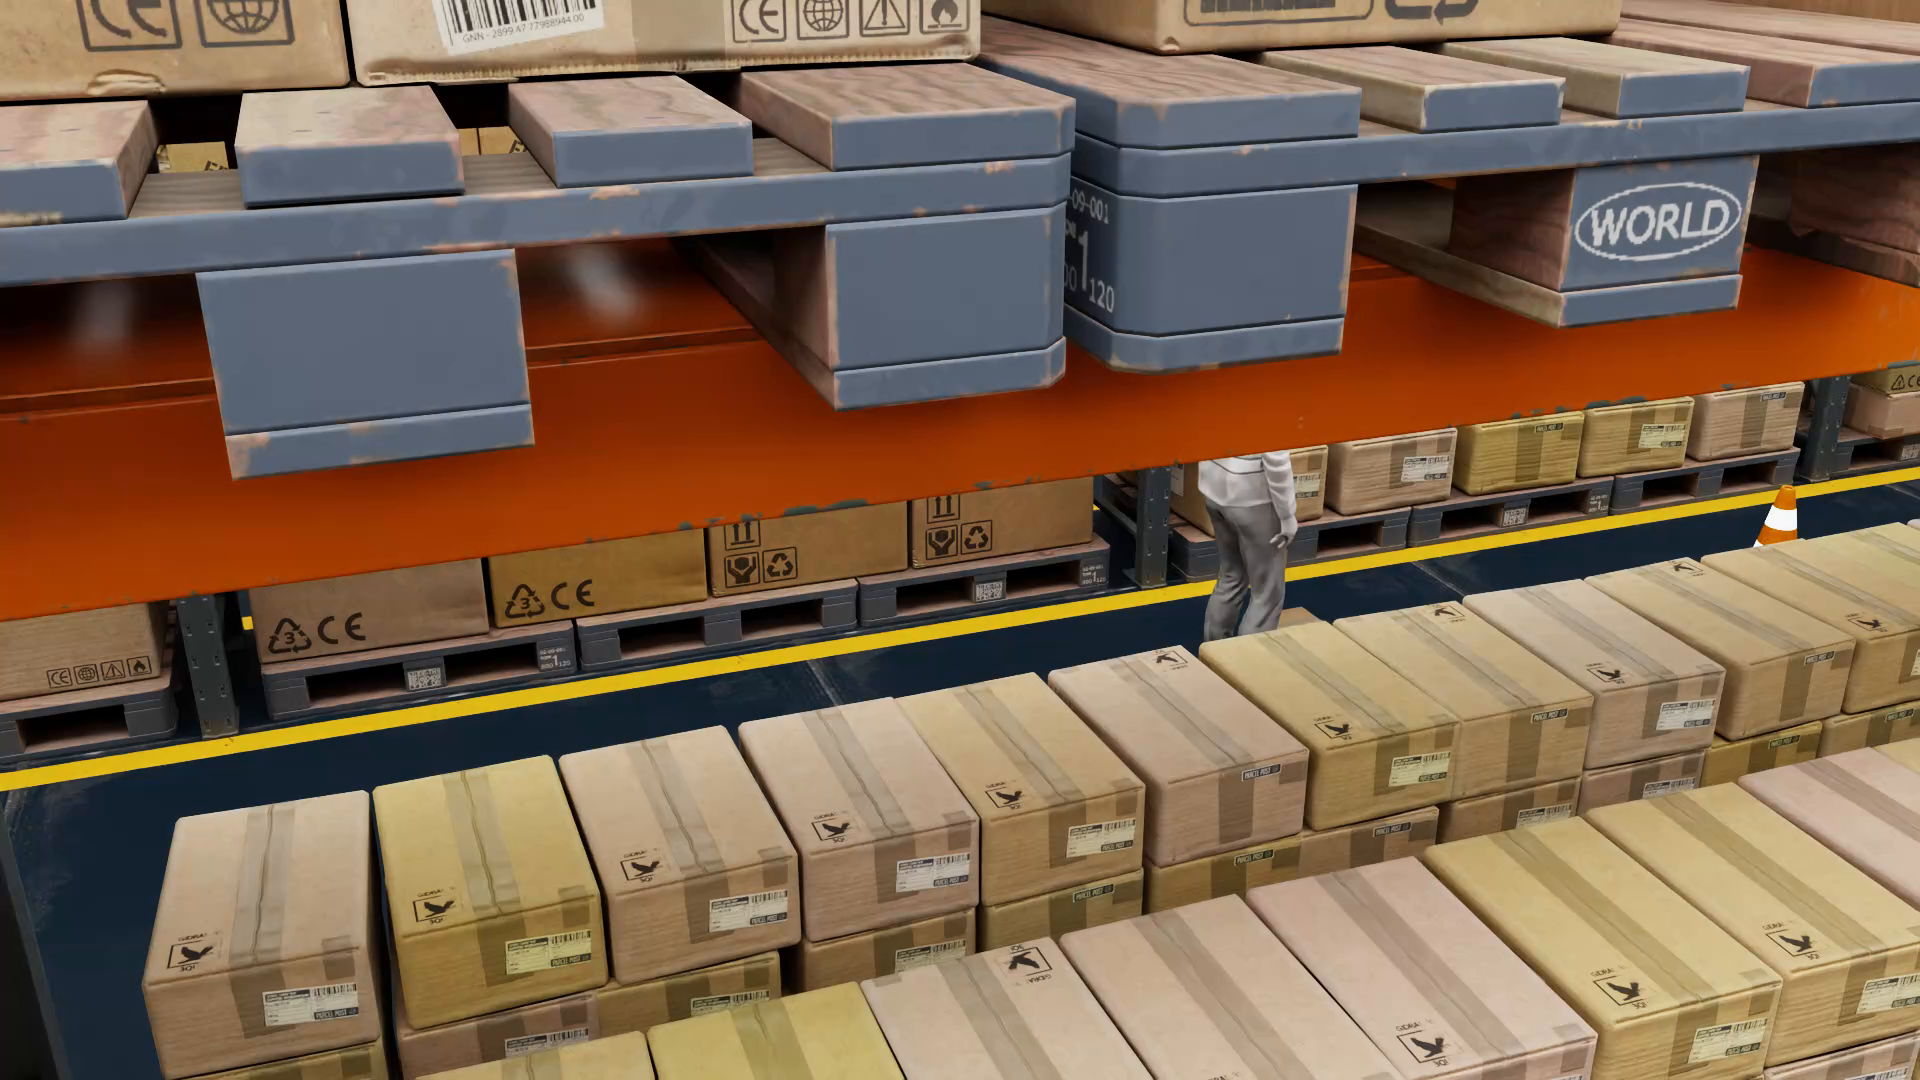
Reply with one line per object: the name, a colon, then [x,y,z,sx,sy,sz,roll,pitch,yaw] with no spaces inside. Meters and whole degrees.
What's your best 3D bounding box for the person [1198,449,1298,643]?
person: [1.132,-0.161,6.476,0.375,1.662,0.527,-9,24,-21]
